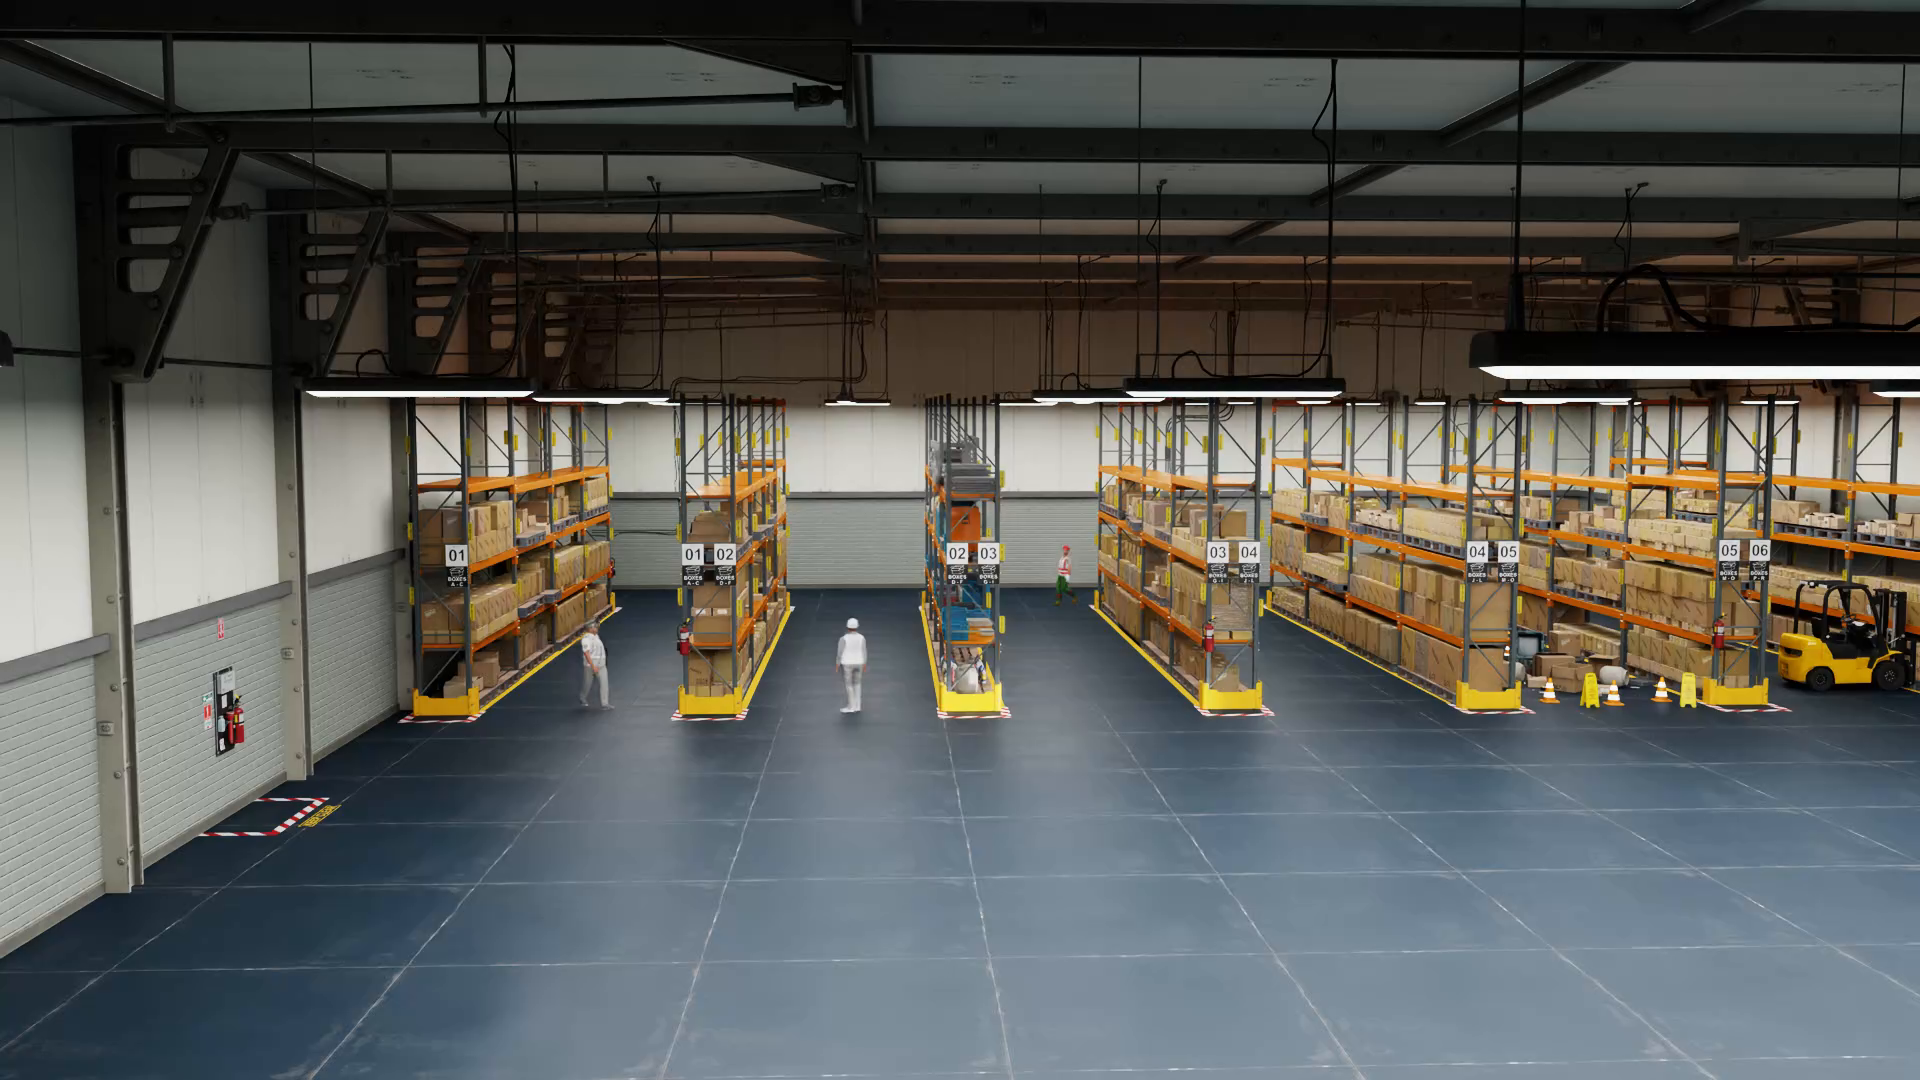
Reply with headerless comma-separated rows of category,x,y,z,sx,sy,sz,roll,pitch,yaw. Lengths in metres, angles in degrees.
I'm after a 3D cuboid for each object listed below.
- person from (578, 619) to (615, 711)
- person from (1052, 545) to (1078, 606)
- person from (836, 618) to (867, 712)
person,-6.939,2.371,31.577,0.518,1.718,1.060,-3,5,-34
person,3.057,1.036,48.164,0.755,1.772,0.601,-2,5,-21
person,-2.041,2.367,31.379,0.585,1.798,0.392,-2,5,-25
